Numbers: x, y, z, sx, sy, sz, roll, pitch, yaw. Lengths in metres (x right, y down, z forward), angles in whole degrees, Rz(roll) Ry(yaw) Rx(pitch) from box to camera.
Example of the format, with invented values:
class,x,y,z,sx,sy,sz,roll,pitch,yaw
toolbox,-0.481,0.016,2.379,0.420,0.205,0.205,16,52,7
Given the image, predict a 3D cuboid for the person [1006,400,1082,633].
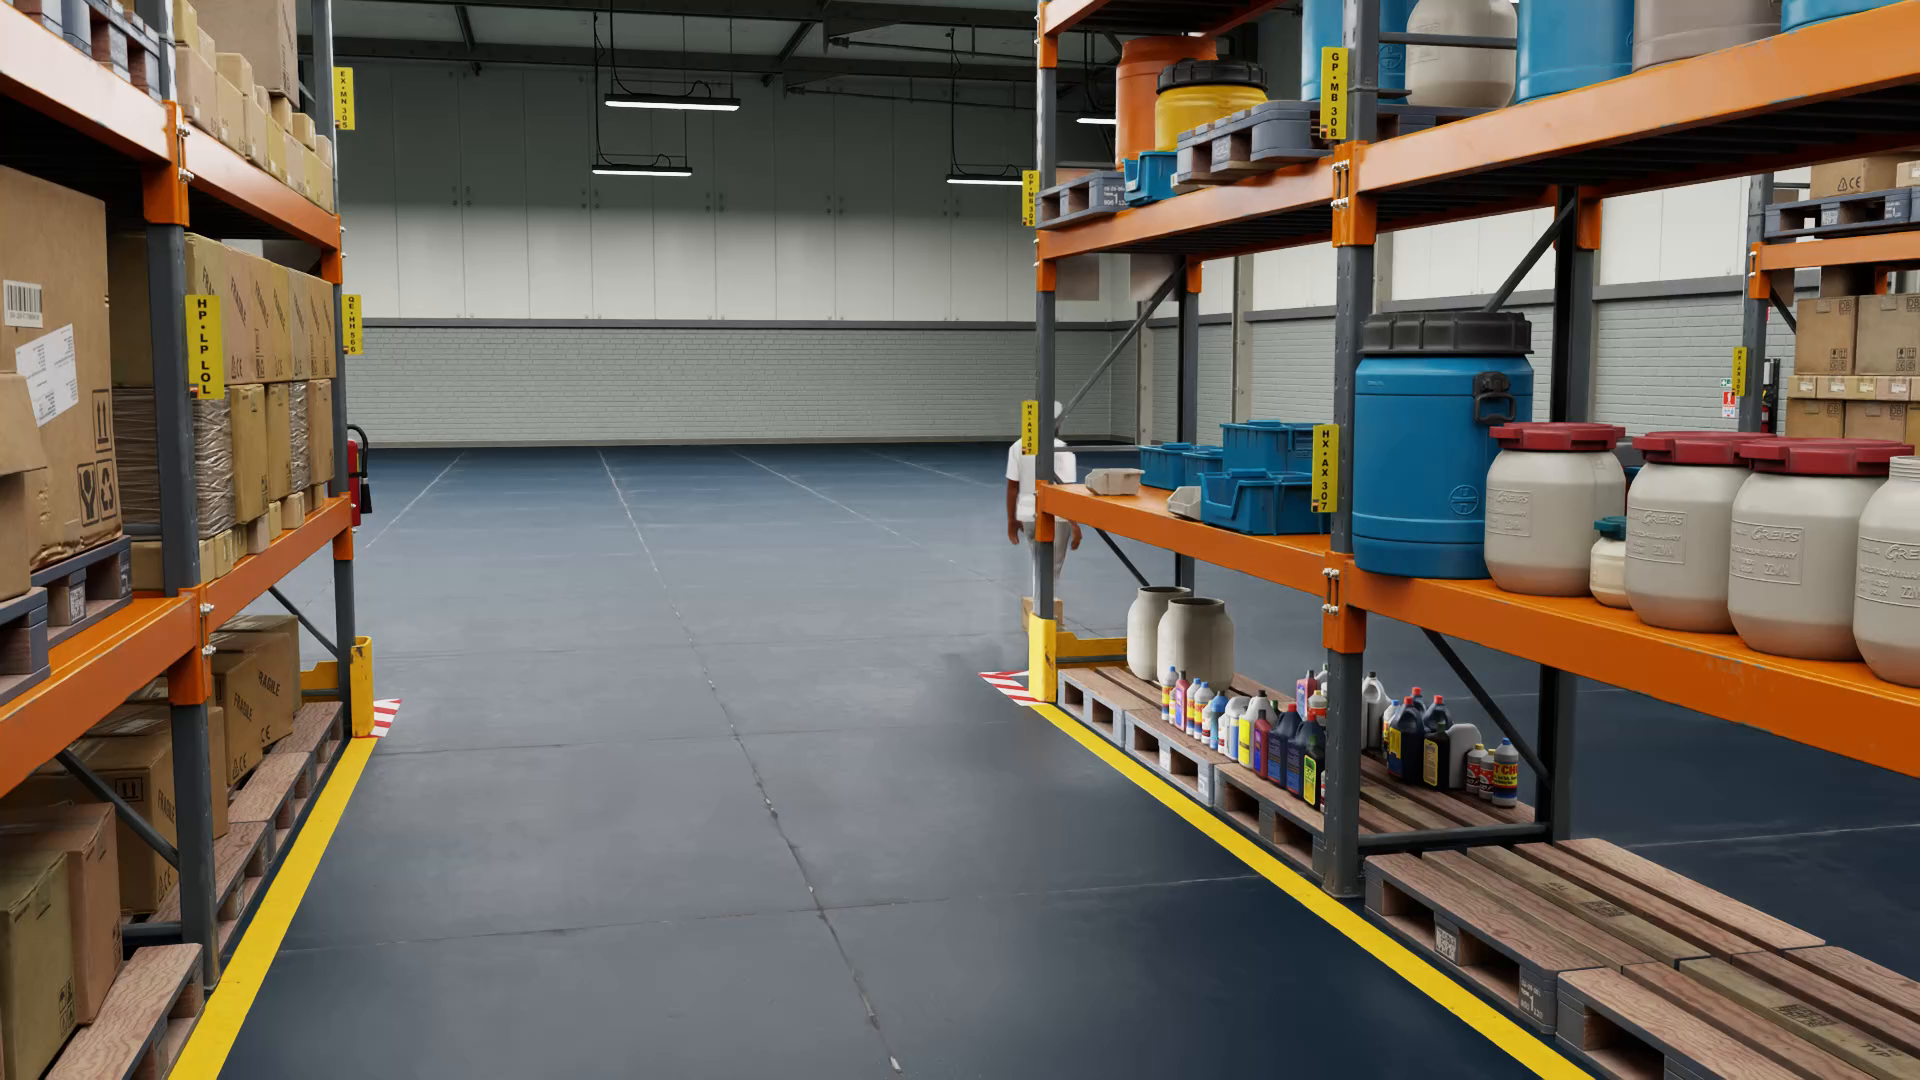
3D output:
class,x,y,z,sx,sy,sz,roll,pitch,yaw
person,0.706,-0.142,12.035,0.587,1.761,0.626,5,8,42
